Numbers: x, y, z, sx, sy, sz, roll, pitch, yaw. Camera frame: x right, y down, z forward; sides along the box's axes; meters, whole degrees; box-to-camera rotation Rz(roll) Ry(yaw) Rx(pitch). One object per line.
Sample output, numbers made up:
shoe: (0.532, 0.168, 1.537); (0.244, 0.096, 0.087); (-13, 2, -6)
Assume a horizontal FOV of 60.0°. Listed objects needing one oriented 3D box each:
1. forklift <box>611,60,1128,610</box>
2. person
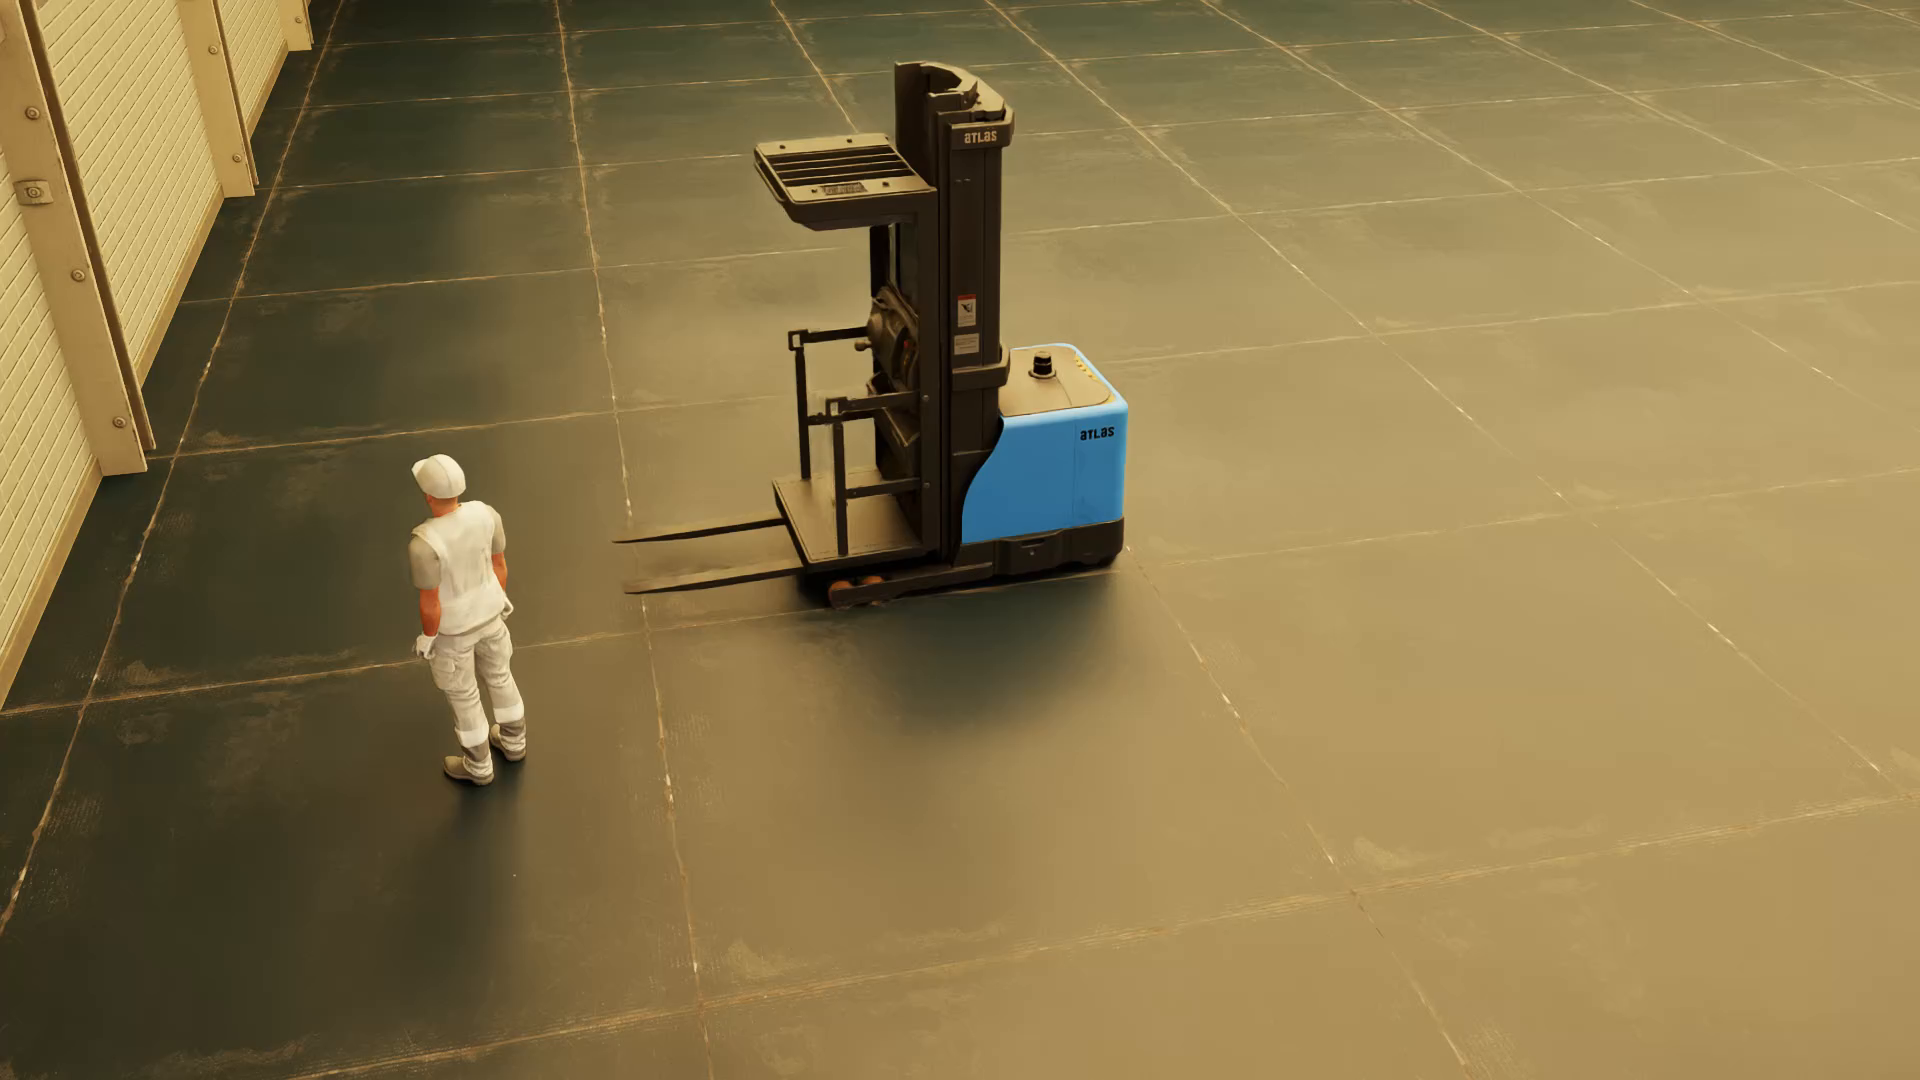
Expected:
forklift: (-0.572, -1.154, 9.568); (3.031, 2.935, 1.130); (-9, 31, -15)
person: (-2.417, 0.379, 8.060); (0.374, 1.794, 0.535); (20, 36, 31)
